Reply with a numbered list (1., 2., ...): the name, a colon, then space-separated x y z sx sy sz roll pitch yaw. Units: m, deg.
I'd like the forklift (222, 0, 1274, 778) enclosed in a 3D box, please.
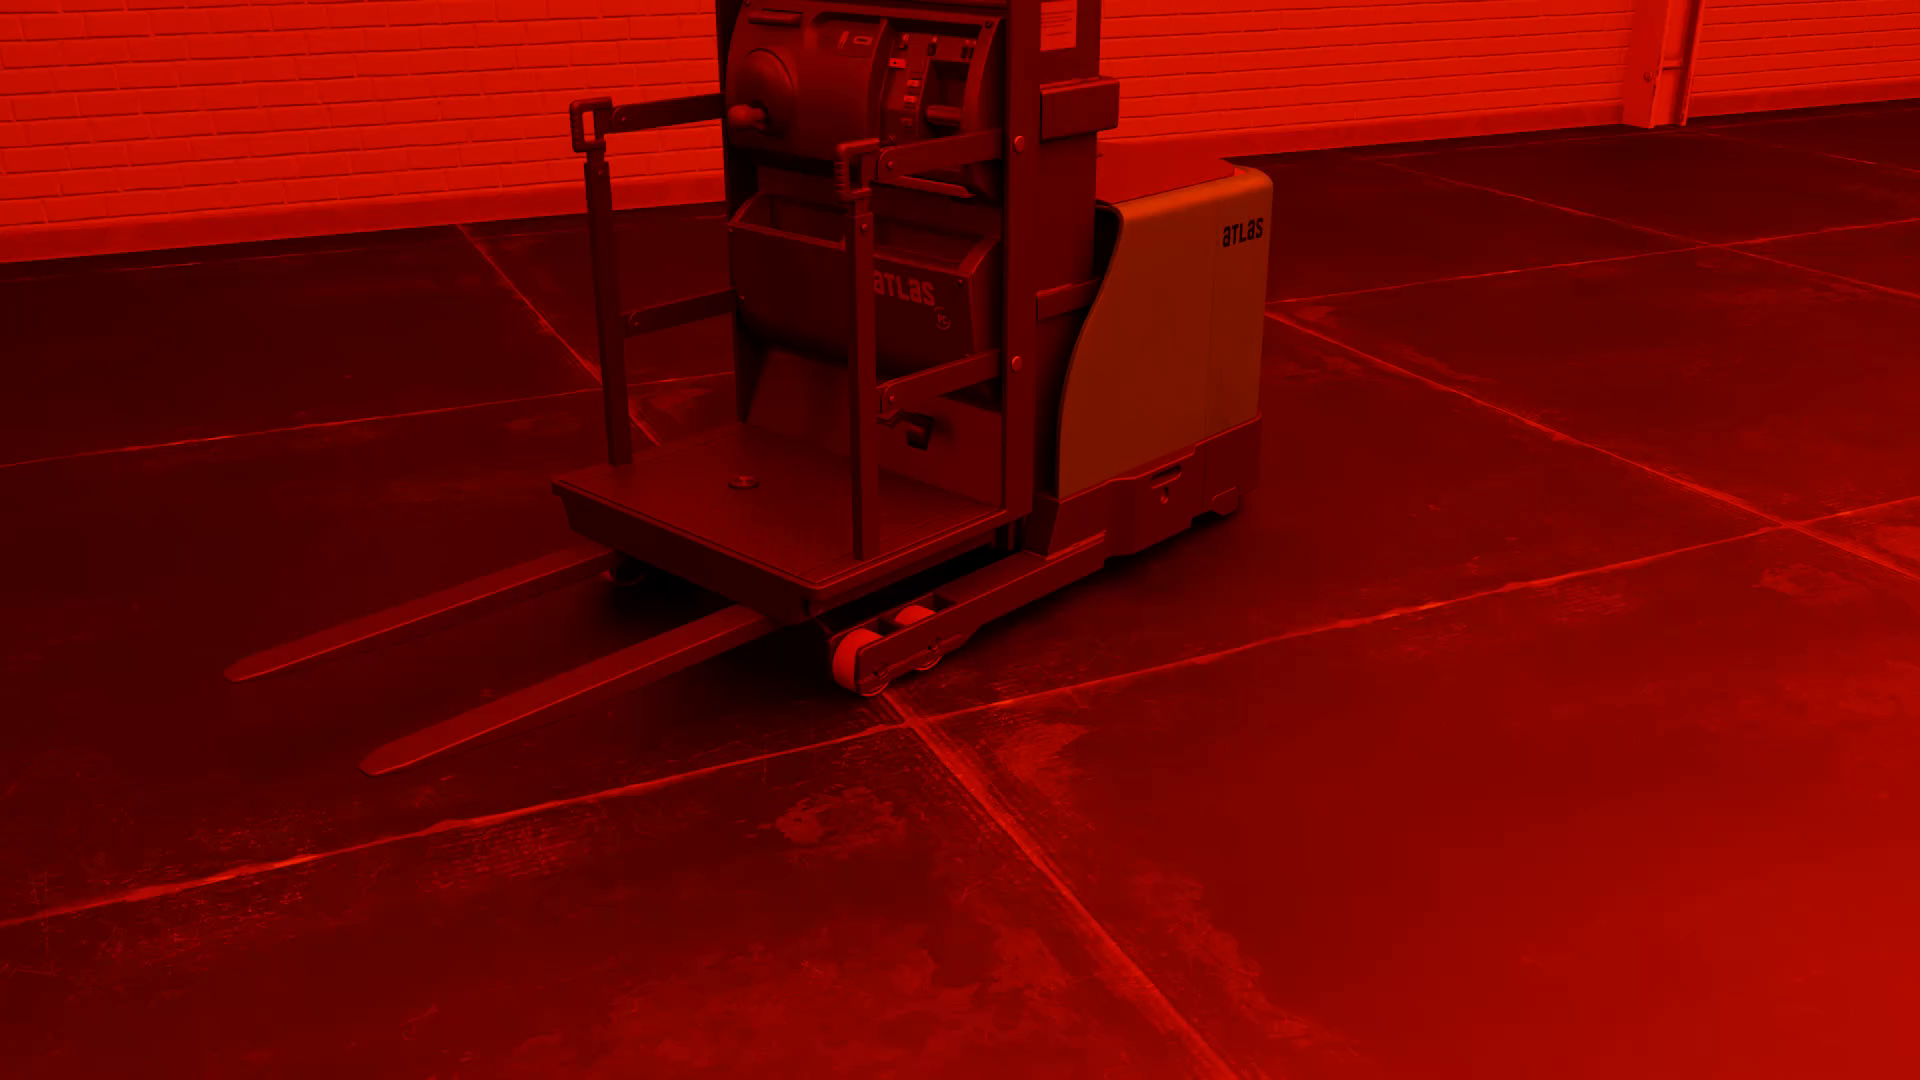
1. forklift: -0.413 -1.182 4.131 1.130 2.935 3.031 19 29 39
